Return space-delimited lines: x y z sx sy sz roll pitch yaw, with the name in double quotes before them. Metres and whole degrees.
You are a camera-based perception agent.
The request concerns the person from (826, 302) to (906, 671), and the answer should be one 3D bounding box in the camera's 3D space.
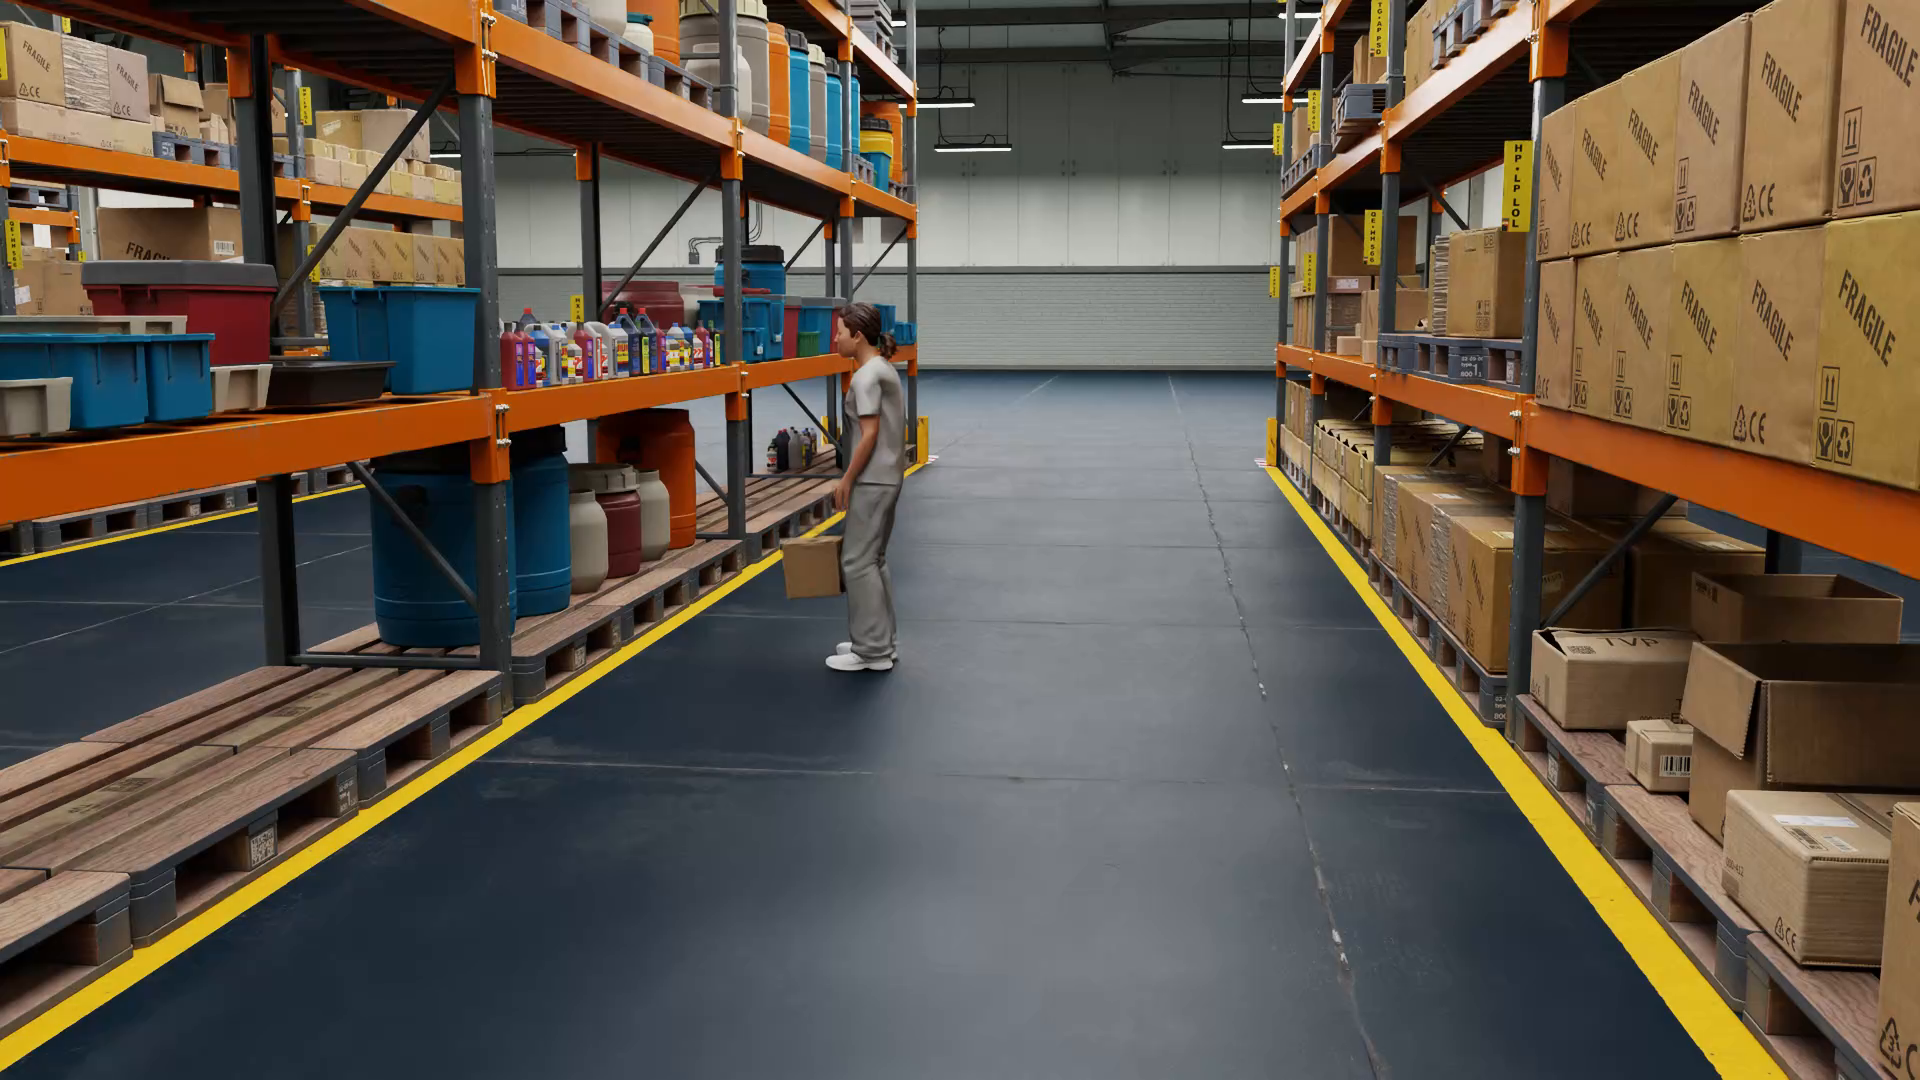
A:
"person" -0.429 -0.248 7.630 0.360 1.675 0.476 1 8 5
